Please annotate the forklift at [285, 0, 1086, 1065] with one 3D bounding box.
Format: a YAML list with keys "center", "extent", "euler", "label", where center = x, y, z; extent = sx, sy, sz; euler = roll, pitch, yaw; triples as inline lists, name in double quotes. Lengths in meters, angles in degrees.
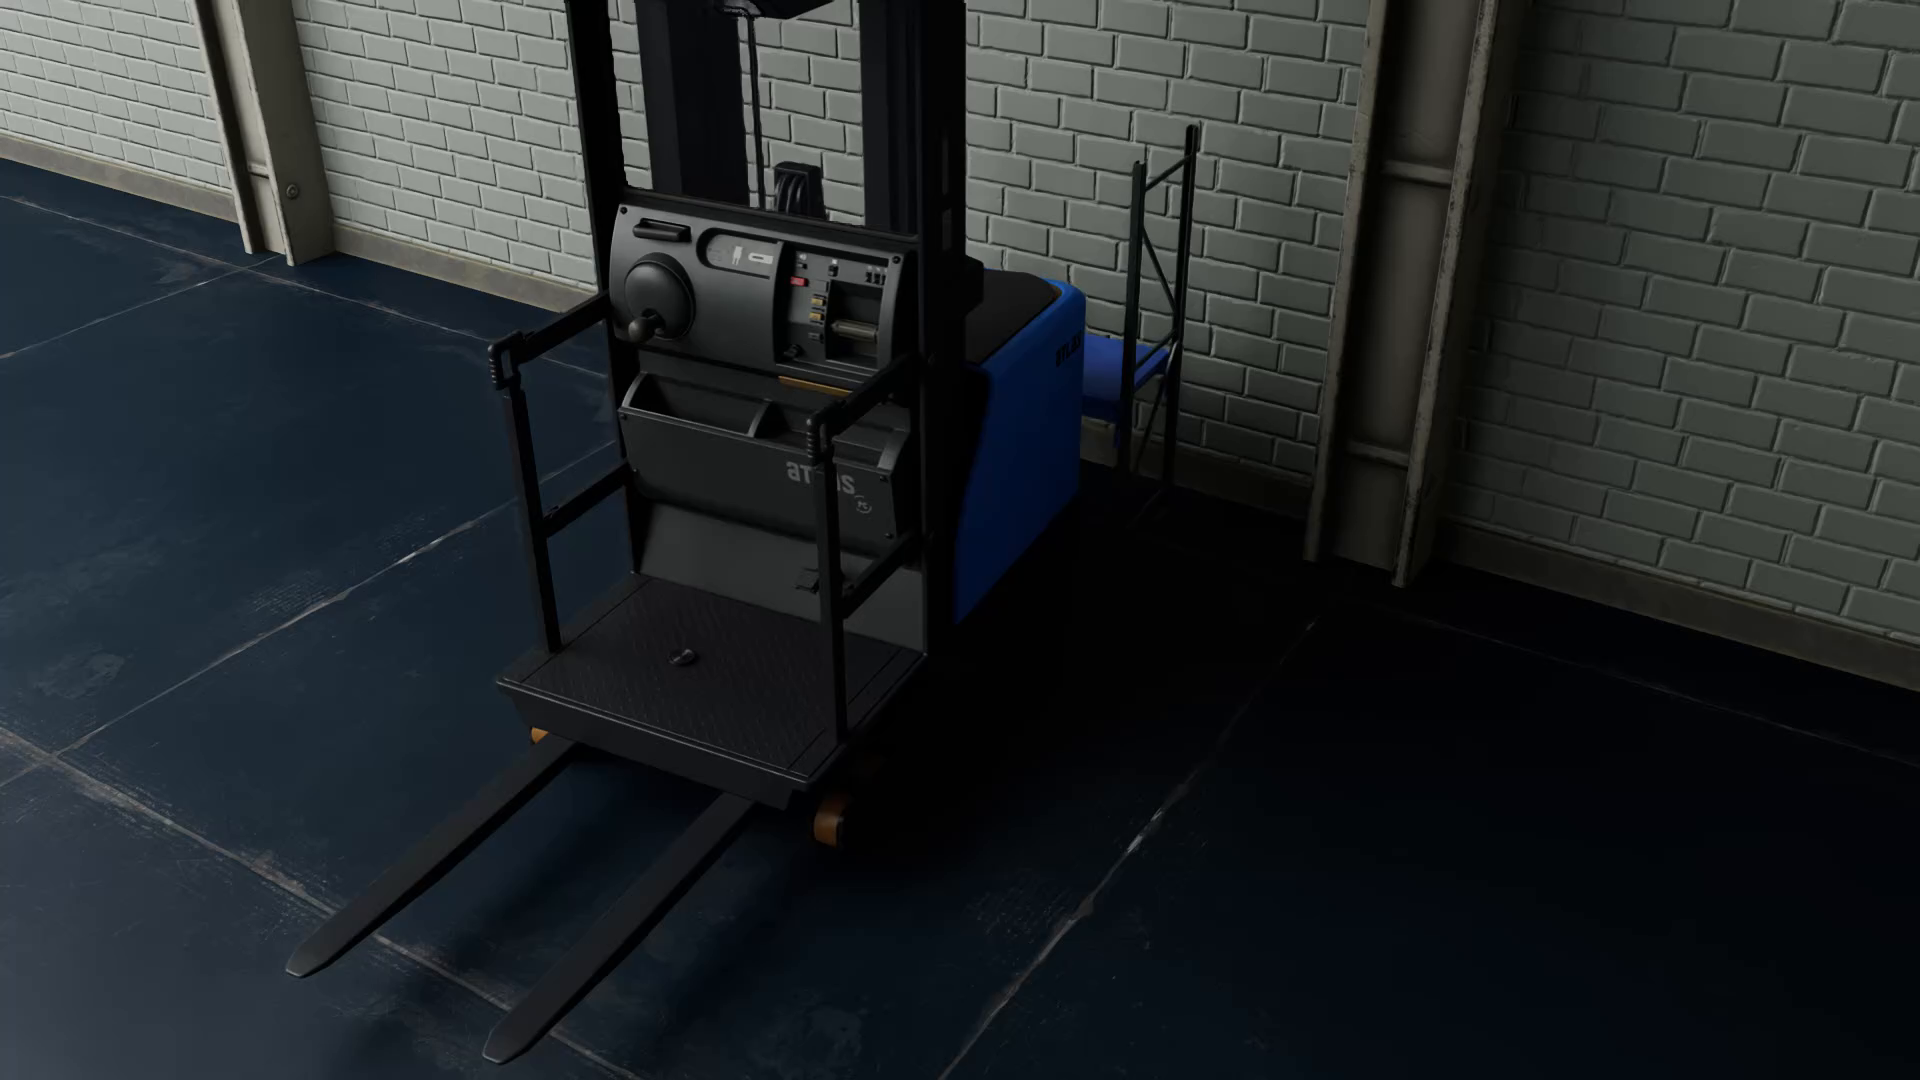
- center: [-0.667, -0.642, 4.442]
  extent: [1.130, 2.935, 3.031]
  euler: [14, 33, 23]
  label: "forklift"

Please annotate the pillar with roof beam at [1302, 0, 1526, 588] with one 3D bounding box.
- center: [-0.779, -1.994, 0.737]
  extent: [0.400, 9.000, 9.100]
  euler: [18, 35, 27]
  label: "pillar with roof beam"

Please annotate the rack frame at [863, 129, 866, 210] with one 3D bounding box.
- center: [-0.205, -0.913, 6.327]
  extent: [0.032, 1.500, 0.500]
  euler: [15, 34, 24]
  label: "rack frame"

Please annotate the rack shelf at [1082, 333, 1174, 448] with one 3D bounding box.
- center: [0.242, -0.636, 6.208]
  extent: [1.000, 0.185, 0.538]
  euler: [15, 34, 24]
  label: "rack shelf"

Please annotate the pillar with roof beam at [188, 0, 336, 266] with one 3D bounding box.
- center: [-5.861, -3.601, 3.492]
  extent: [0.400, 9.000, 9.100]
  euler: [18, 35, 27]
  label: "pillar with roof beam"

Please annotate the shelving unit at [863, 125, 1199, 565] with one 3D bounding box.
- center: [0.242, -0.791, 6.118]
  extent: [1.048, 1.500, 0.538]
  euler: [15, 34, 24]
  label: "shelving unit"

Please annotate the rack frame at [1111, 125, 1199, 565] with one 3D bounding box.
- center: [0.688, -0.669, 5.908]
  extent: [0.032, 1.500, 0.500]
  euler: [15, 34, 24]
  label: "rack frame"
